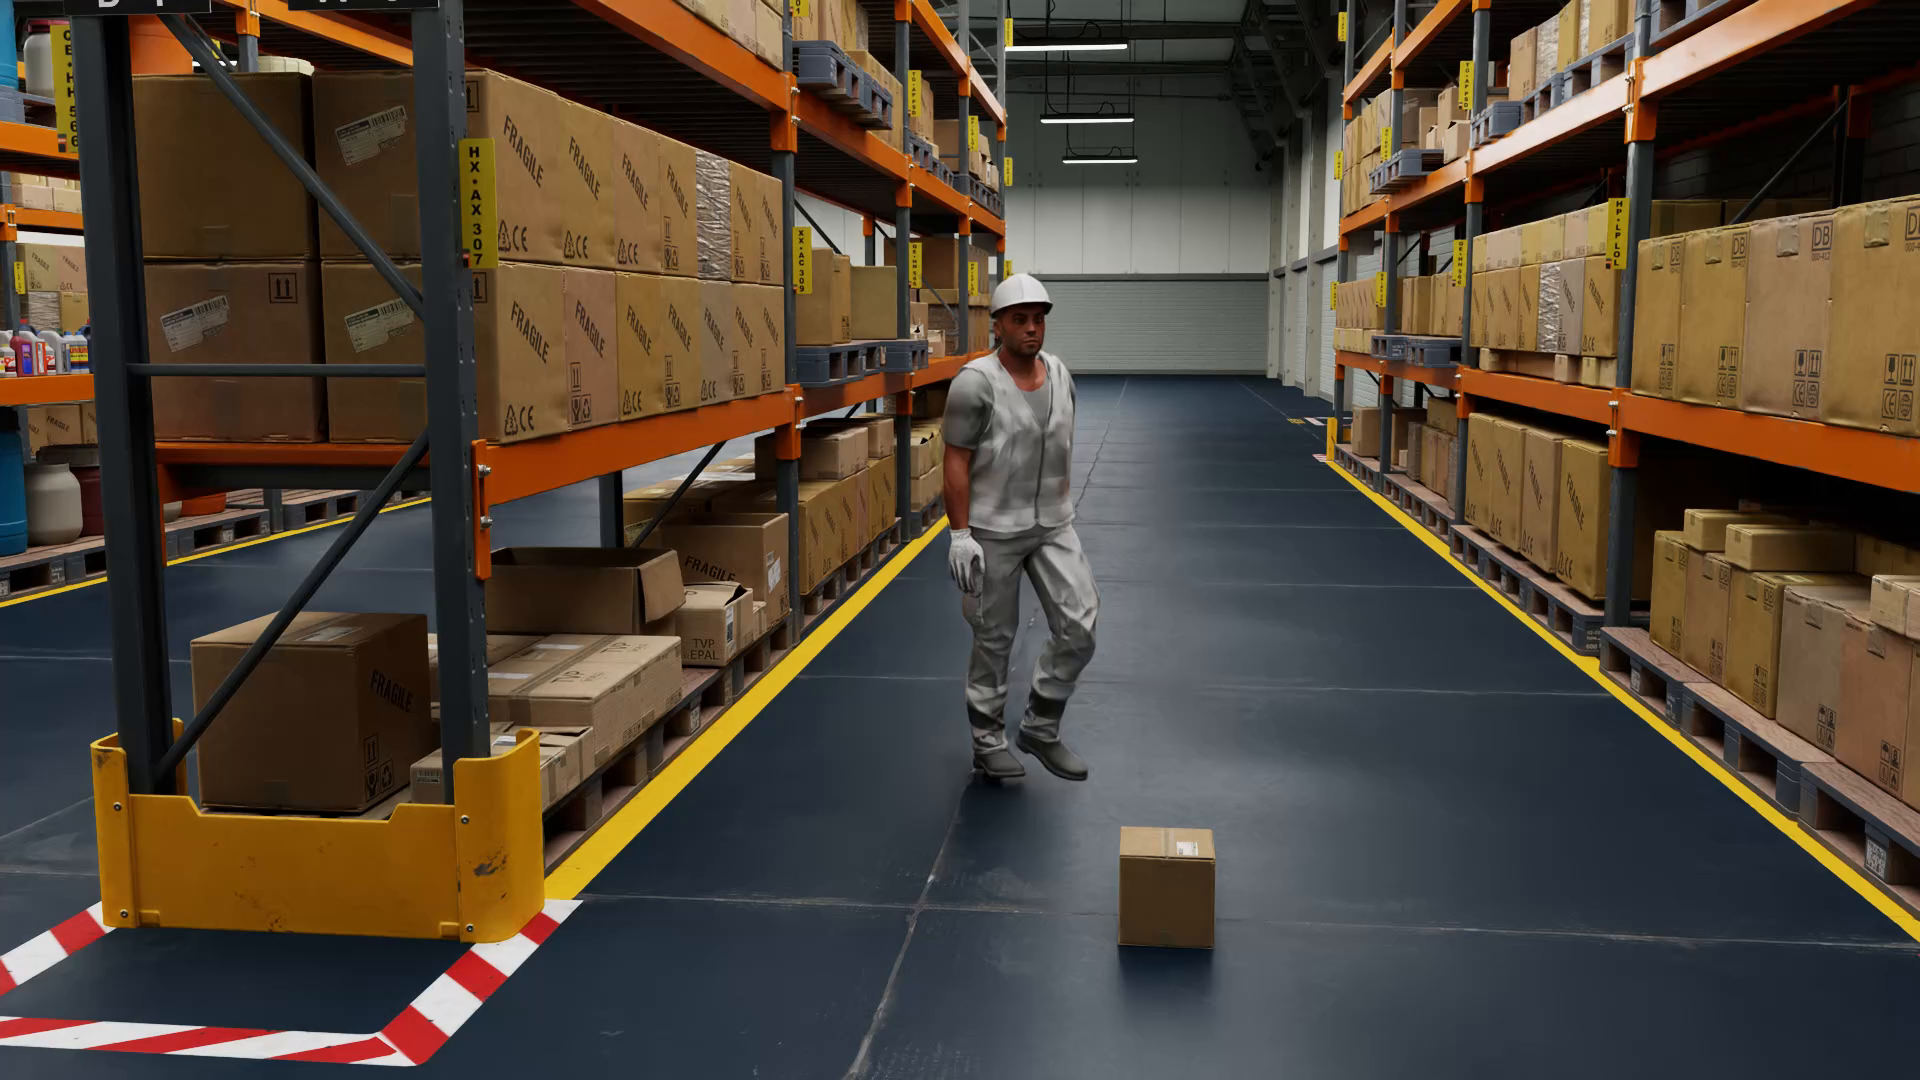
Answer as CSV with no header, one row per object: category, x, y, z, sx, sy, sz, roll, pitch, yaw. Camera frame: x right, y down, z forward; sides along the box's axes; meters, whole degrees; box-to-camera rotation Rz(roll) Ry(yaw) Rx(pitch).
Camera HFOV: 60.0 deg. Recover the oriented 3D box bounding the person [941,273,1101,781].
person,0.194,-0.028,5.755,0.579,1.765,0.523,-4,8,-26
